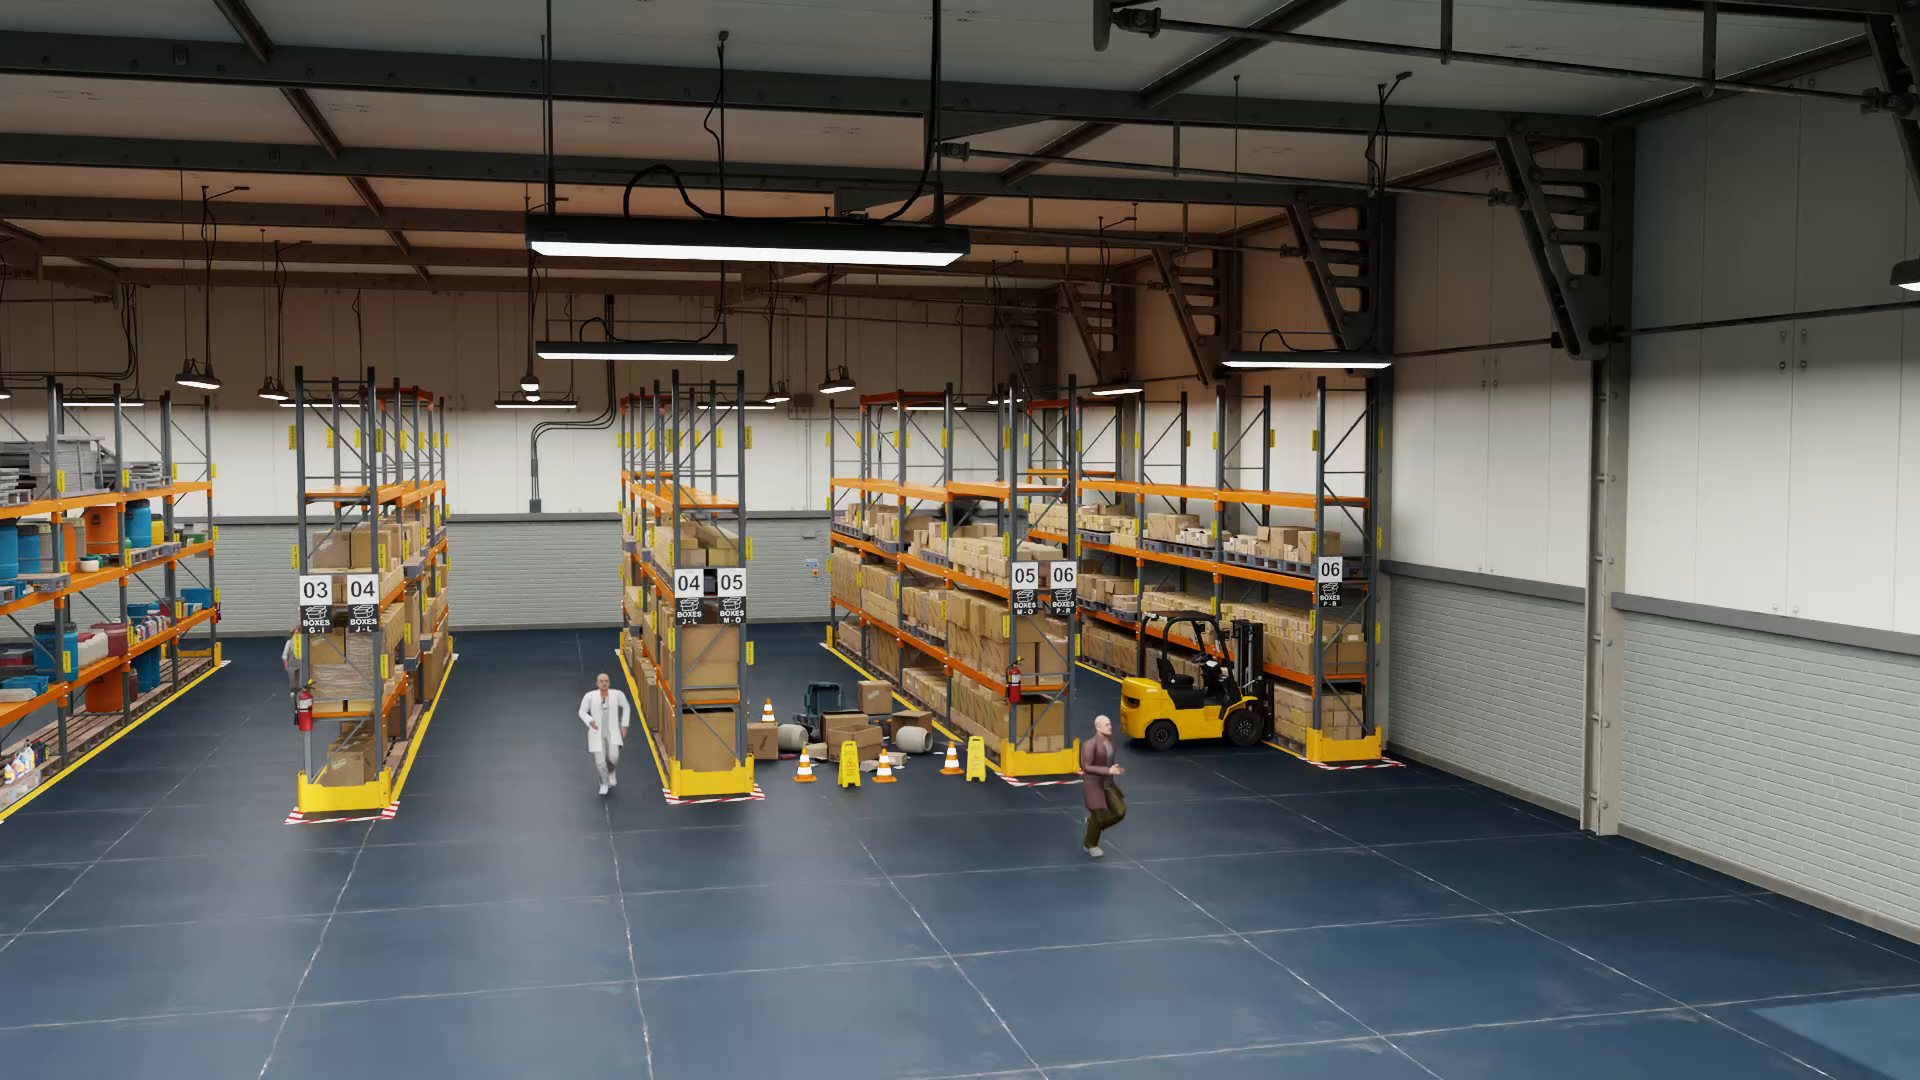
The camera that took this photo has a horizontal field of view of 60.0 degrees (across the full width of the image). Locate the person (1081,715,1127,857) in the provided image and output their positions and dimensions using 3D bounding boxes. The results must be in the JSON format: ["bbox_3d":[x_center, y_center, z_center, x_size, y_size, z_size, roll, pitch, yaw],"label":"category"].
[{"bbox_3d":[1.725,2.947,19.875,0.723,1.728,0.761,3,5,44],"label":"person"}]

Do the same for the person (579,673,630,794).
[{"bbox_3d":[-5.018,2.790,23.514,0.719,1.638,0.632,-1,4,-15],"label":"person"}]

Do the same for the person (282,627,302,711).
[{"bbox_3d":[-12.342,2.387,30.983,0.522,1.554,0.555,-2,4,-25],"label":"person"}]
